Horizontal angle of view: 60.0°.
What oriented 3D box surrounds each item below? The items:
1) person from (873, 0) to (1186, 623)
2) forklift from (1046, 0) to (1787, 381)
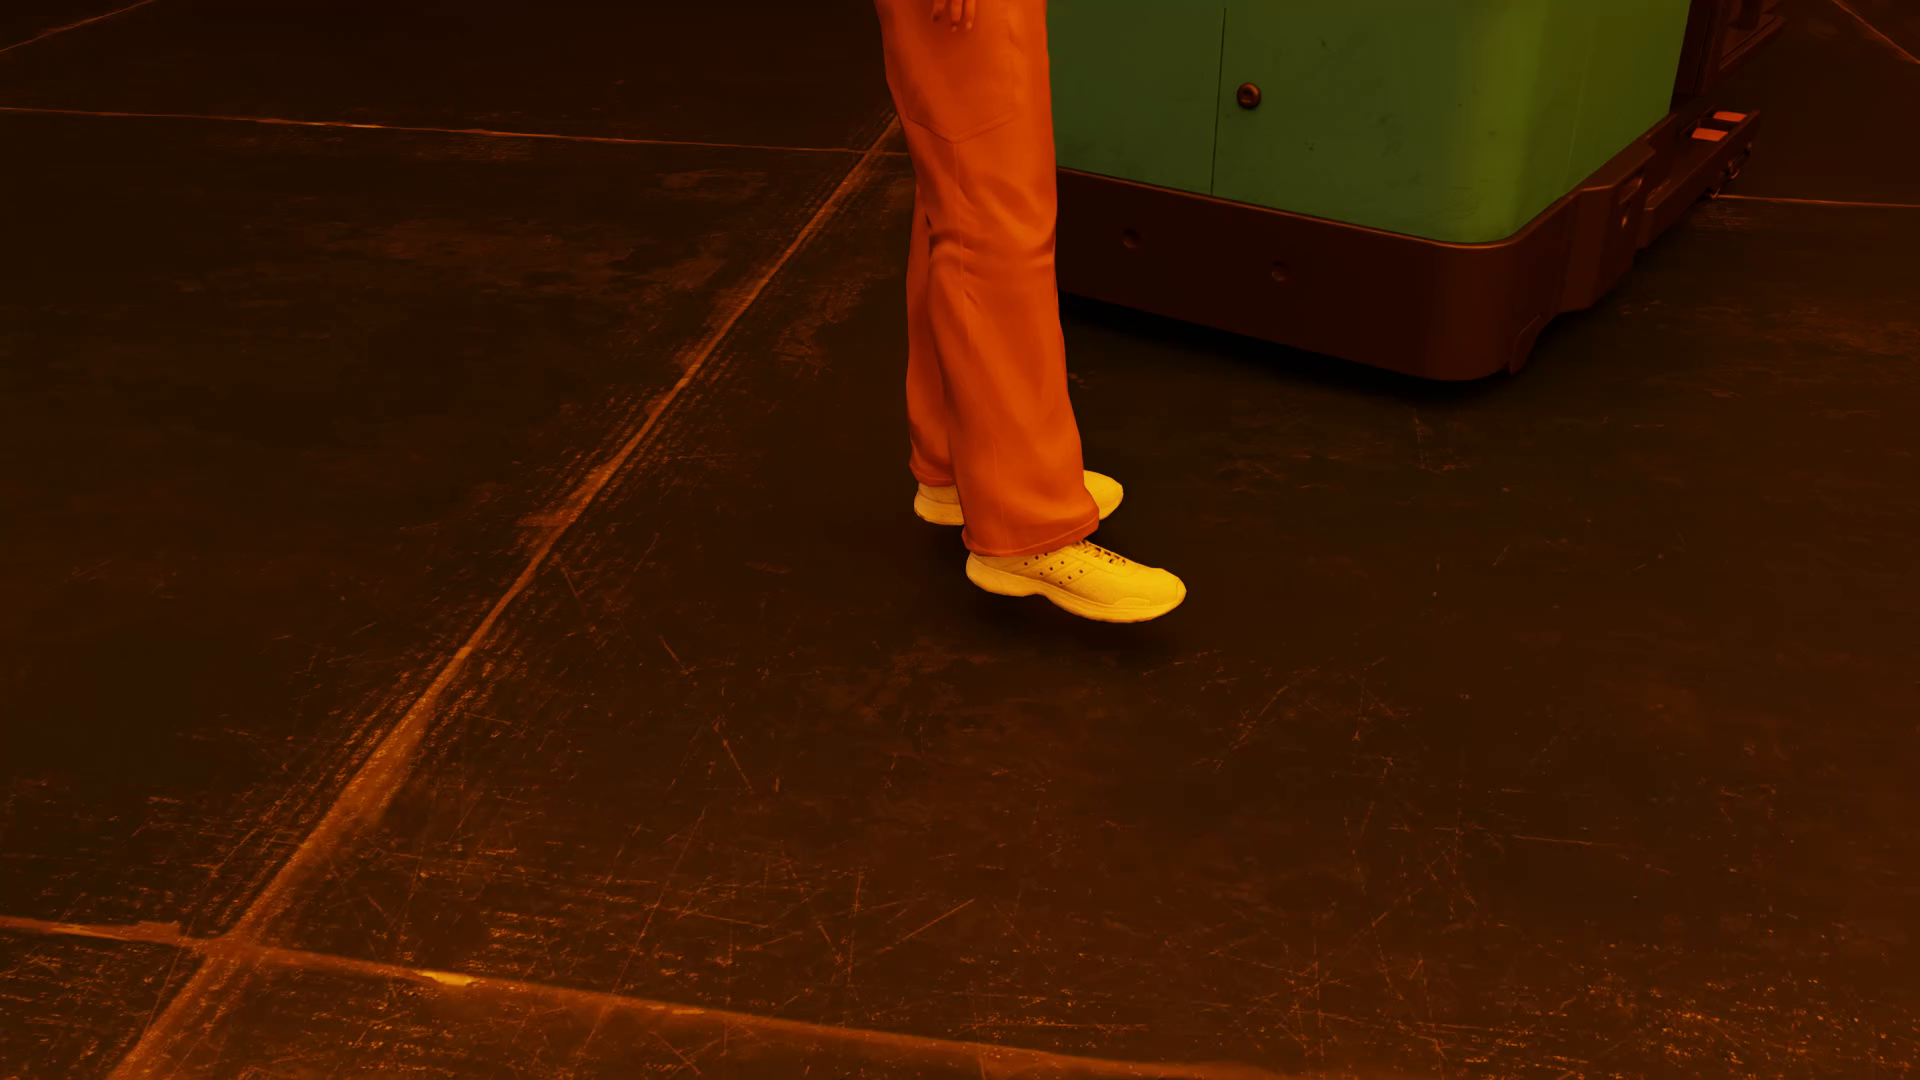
[{"bbox_3d":[0.070,-0.763,2.050,0.549,1.676,0.553,5,29,9],"label":"person"},{"bbox_3d":[1.313,-2.215,3.472,1.130,2.935,3.031,19,34,30],"label":"forklift"}]
